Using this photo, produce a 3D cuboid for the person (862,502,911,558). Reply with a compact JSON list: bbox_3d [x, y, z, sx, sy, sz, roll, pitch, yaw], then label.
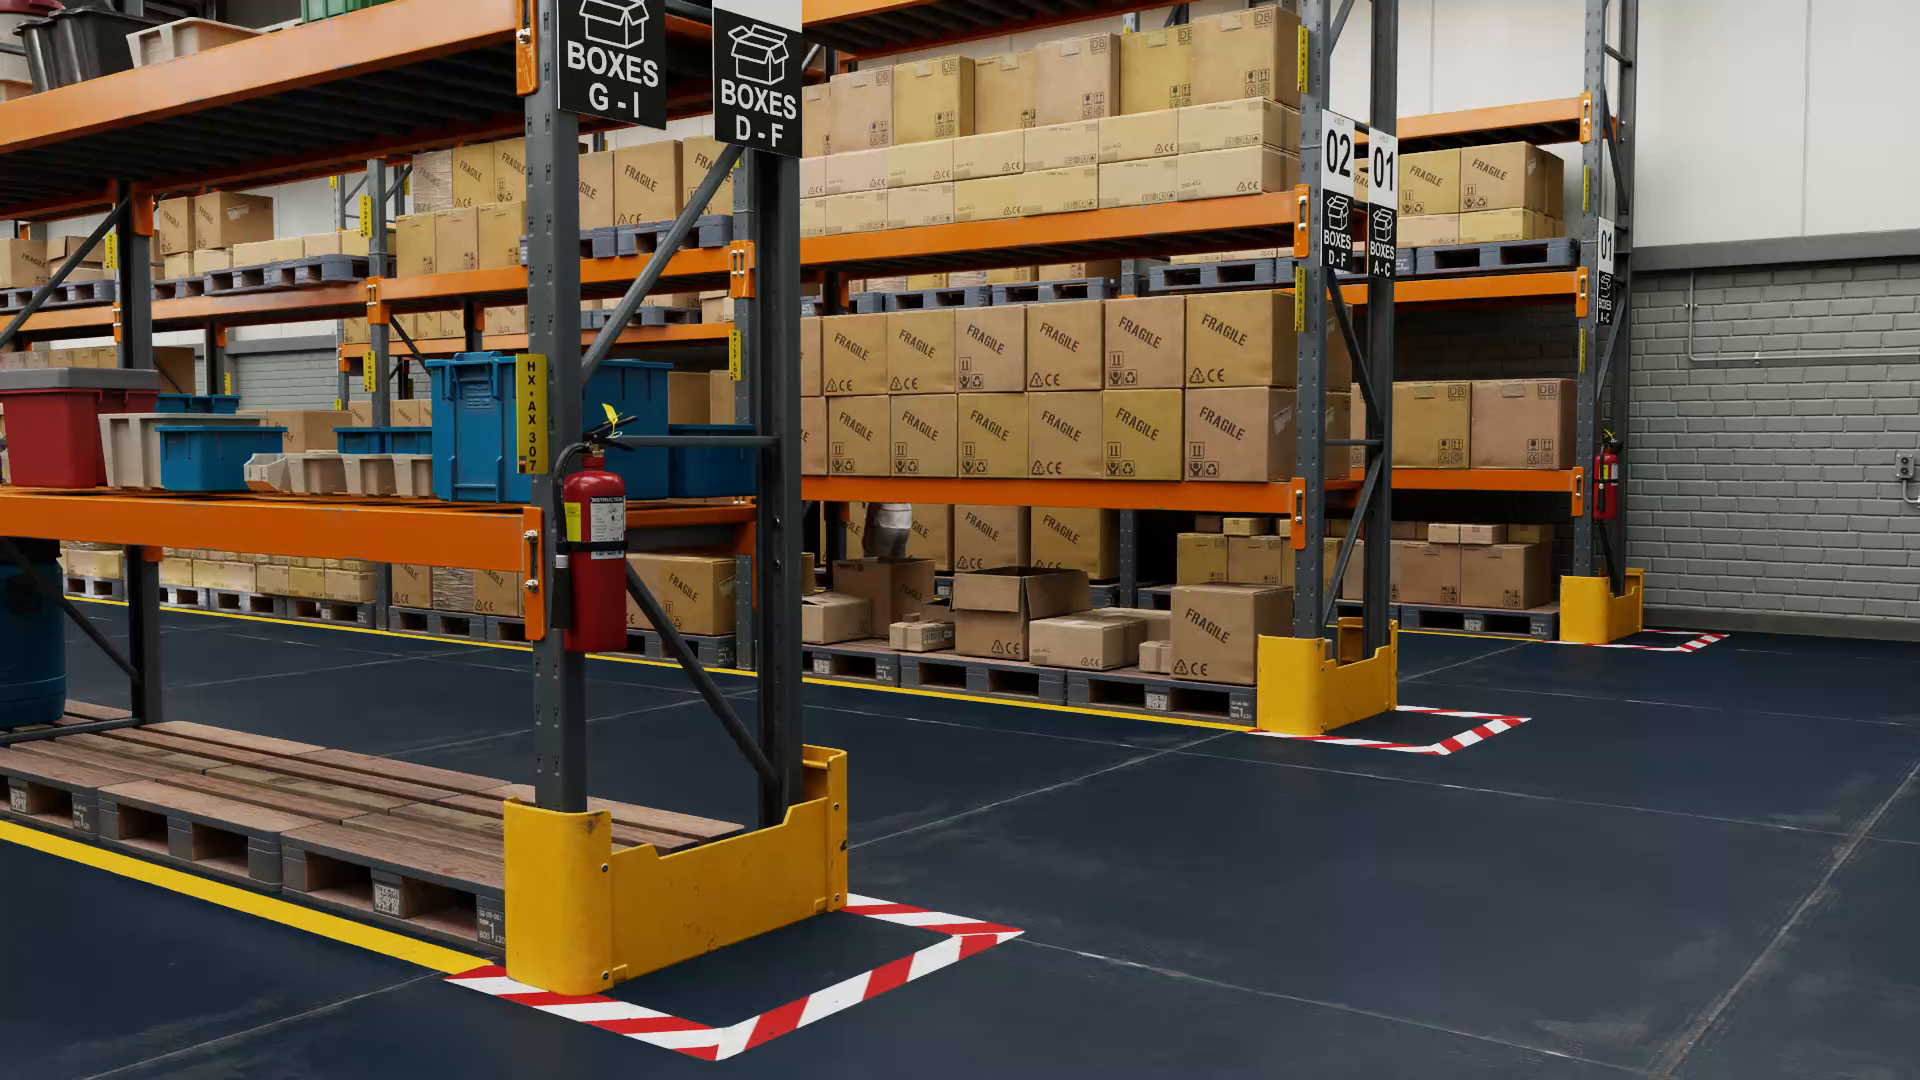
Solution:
[{"bbox_3d":[-0.585,-0.068,12.833,0.397,1.658,0.530,2,4,31],"label":"person"}]
